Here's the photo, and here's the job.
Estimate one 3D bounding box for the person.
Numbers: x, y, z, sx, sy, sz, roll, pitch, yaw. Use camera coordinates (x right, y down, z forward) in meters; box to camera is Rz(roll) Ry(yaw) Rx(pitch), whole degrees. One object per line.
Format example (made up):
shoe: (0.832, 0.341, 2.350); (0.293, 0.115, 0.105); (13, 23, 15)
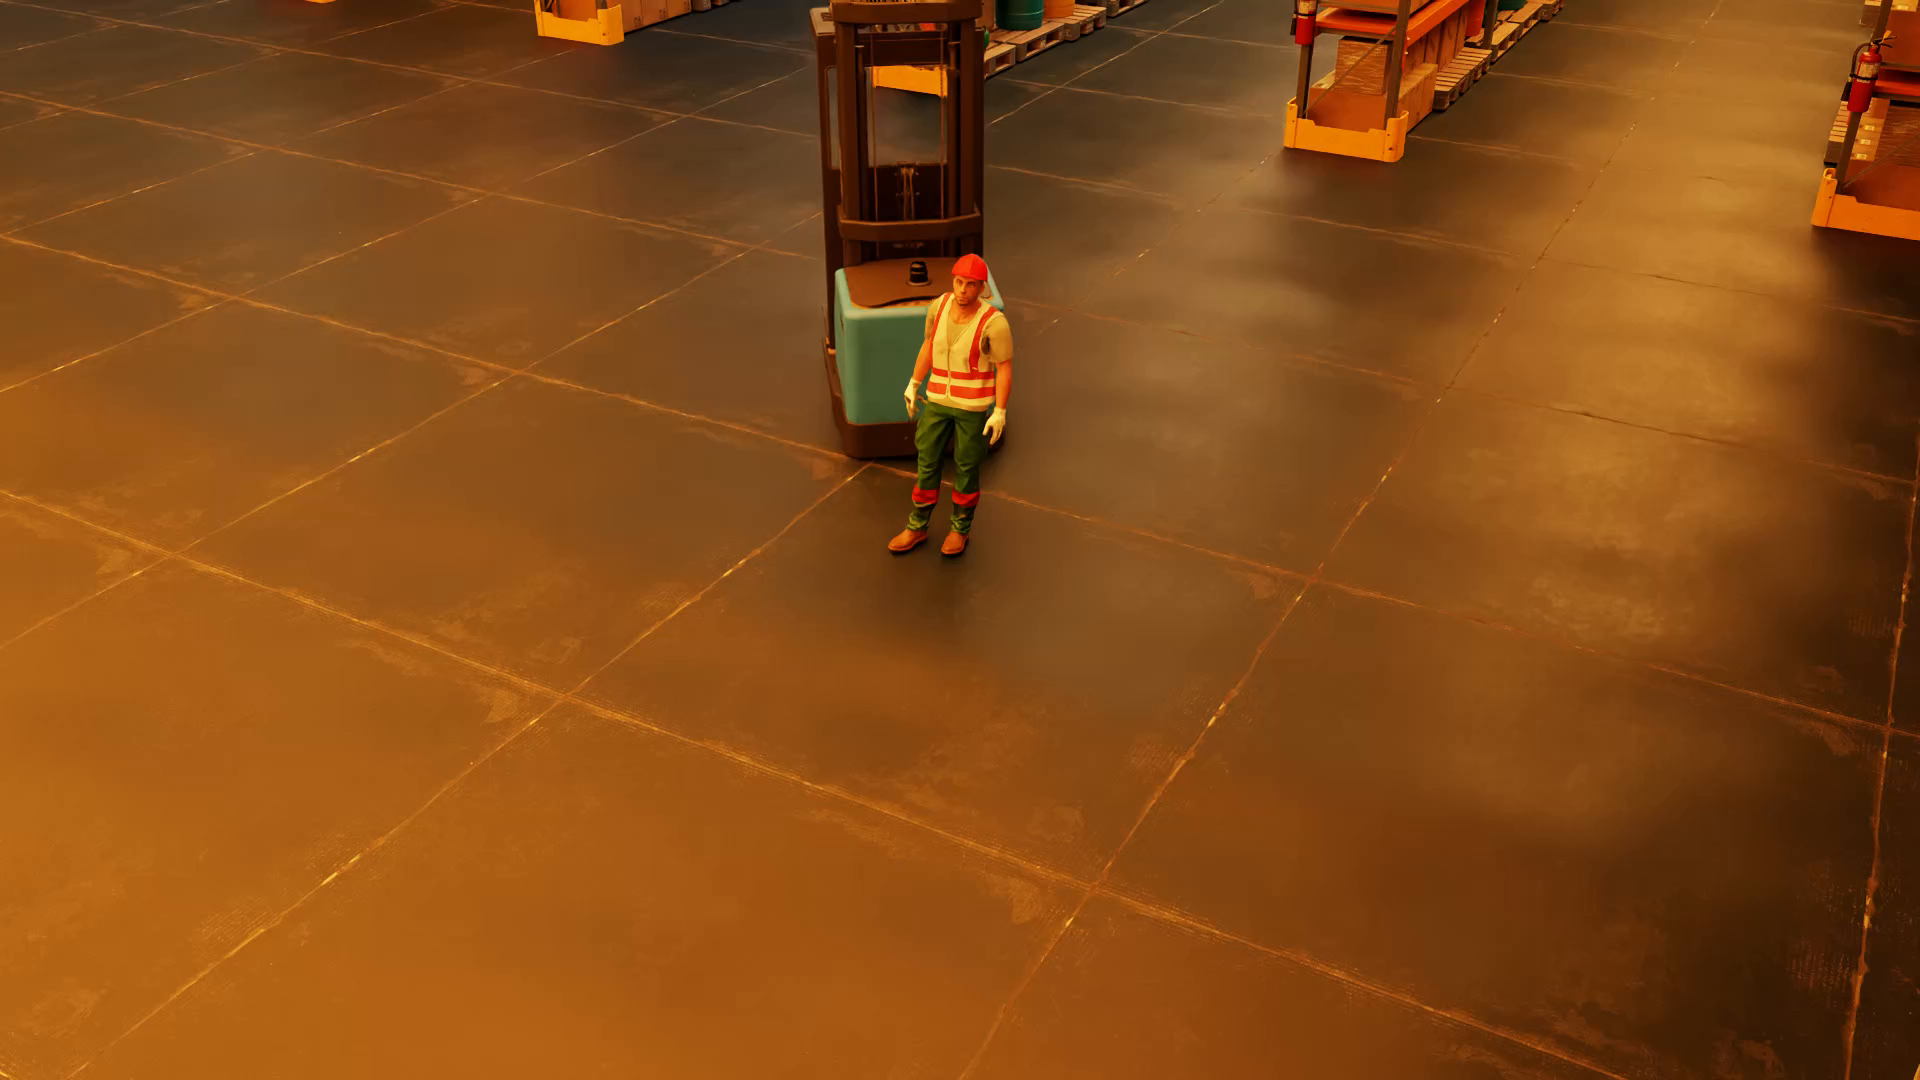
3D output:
person: (-0.050, -0.749, 9.496); (0.638, 1.788, 0.563); (15, 33, 25)

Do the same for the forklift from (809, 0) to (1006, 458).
forklift: (-0.420, -2.517, 11.432); (1.130, 2.935, 3.031); (-4, 30, -7)
